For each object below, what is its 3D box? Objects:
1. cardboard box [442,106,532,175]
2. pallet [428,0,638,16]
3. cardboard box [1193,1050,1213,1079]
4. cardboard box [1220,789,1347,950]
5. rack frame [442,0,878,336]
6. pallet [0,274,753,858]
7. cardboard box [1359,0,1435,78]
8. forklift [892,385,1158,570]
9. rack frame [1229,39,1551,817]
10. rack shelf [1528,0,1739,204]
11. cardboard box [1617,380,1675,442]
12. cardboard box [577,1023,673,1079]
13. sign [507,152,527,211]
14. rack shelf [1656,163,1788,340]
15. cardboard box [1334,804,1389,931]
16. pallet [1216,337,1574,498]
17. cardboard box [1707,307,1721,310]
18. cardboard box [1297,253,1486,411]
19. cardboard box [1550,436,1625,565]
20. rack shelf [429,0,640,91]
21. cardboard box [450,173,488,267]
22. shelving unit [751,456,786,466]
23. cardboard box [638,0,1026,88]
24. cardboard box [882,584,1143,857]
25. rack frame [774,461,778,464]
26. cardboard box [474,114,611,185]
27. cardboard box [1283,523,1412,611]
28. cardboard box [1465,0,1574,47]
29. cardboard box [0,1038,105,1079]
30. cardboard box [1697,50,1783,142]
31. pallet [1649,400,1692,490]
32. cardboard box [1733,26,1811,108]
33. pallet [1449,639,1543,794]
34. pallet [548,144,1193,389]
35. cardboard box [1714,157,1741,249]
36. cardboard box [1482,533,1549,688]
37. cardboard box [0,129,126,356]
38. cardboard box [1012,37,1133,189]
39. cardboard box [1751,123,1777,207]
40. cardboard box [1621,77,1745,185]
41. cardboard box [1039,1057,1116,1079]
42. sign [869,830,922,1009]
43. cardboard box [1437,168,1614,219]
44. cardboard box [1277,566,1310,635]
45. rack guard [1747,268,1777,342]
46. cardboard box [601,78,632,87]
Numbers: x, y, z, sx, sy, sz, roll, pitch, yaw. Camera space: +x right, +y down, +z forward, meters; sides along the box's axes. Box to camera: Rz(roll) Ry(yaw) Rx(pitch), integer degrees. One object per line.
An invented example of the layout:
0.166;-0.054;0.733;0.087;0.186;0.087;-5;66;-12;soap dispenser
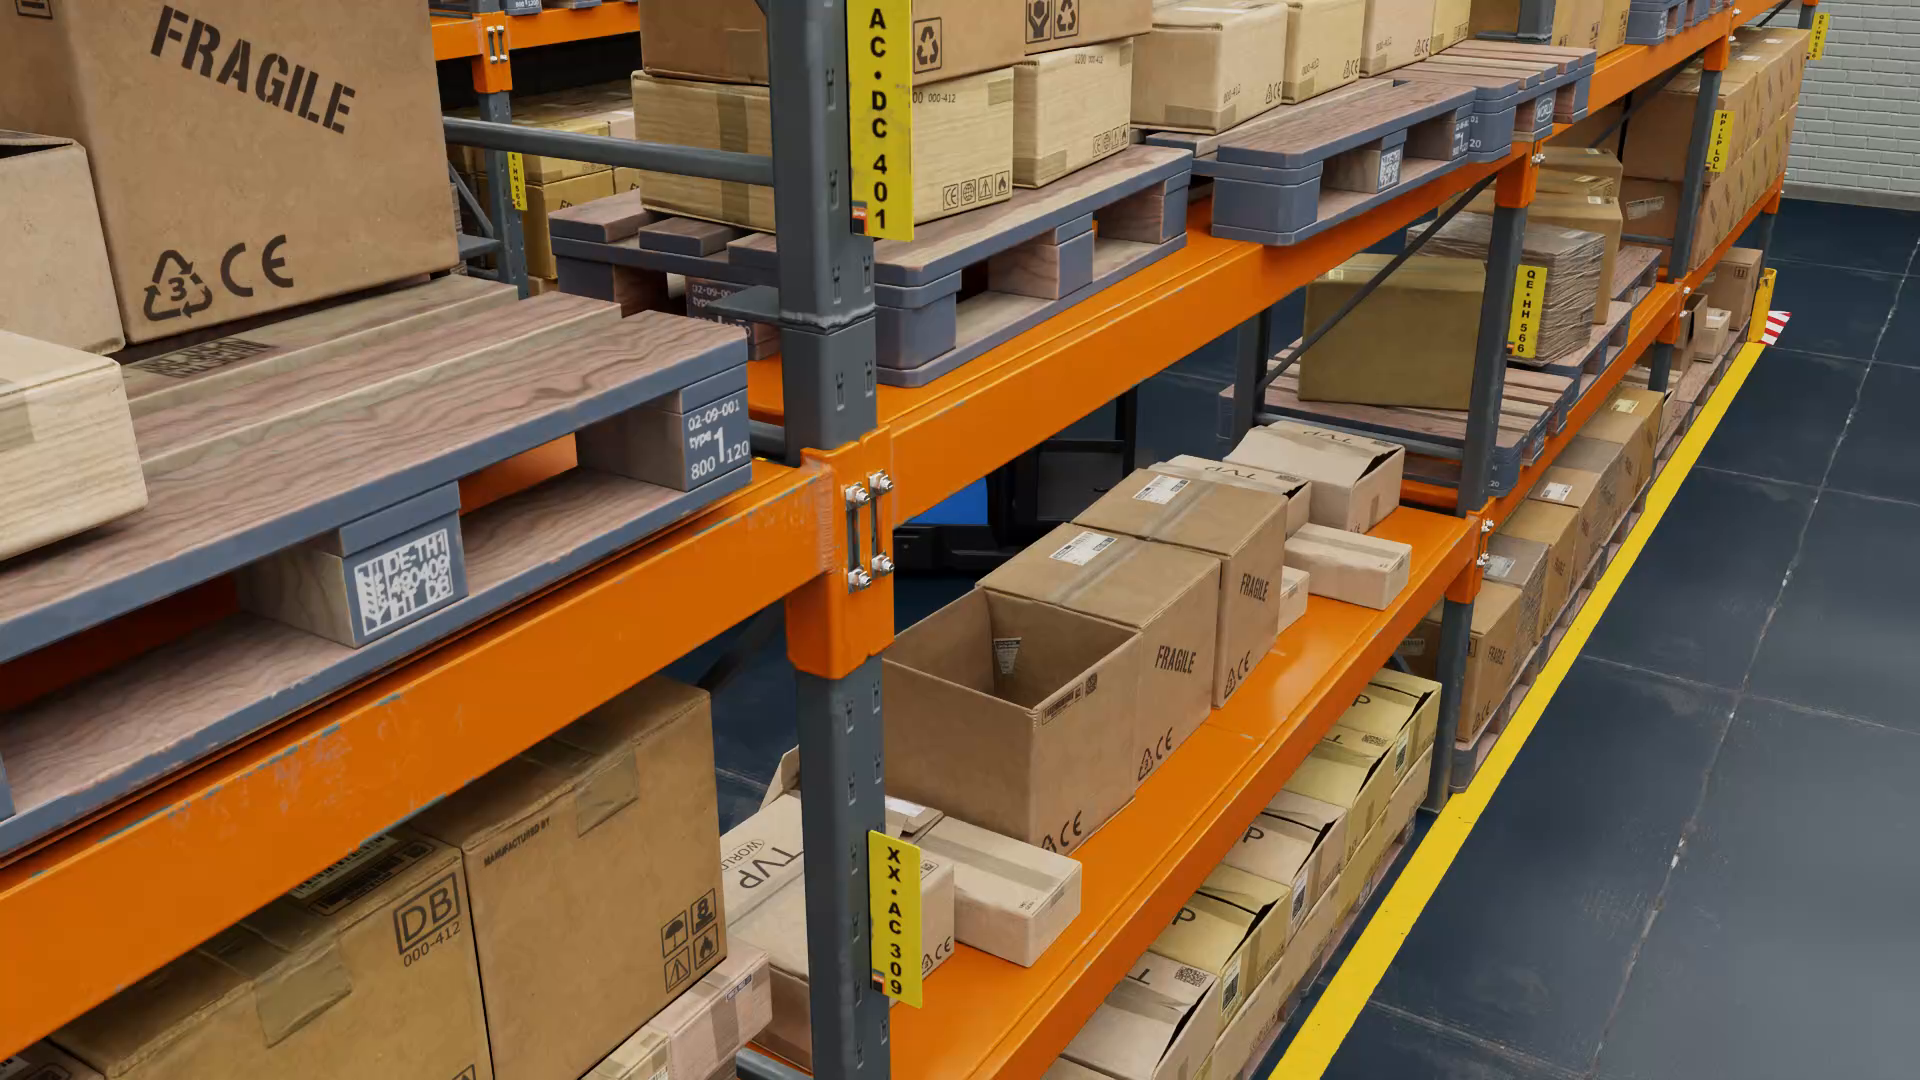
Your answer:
-2.662;-2.171;9.019;0.500;0.250;0.500;15;27;30;cardboard box
-2.386;-2.946;8.741;1.213;0.211;1.003;15;28;31;pallet
0.384;1.597;4.719;0.500;0.250;0.500;13;27;27;cardboard box
0.925;0.996;5.400;0.500;0.311;0.500;14;27;29;cardboard box
-0.580;-1.794;2.066;1.000;3.000;0.127;14;27;29;rack frame
-1.008;-0.083;2.002;1.003;0.211;1.213;14;27;29;pallet
1.077;-1.545;4.929;0.500;0.250;0.500;15;27;30;cardboard box
0.623;-1.332;8.637;3.031;2.935;1.130;1;23;3;forklift
1.529;-0.391;6.377;1.000;3.000;0.127;14;27;29;rack frame
2.584;-2.112;7.483;1.077;0.370;4.000;14;27;29;rack shelf
4.045;-0.805;10.165;0.500;0.311;0.500;14;27;29;cardboard box
-0.674;0.836;2.602;0.380;0.149;0.250;13;27;28;cardboard box
-2.215;-1.812;8.302;0.100;0.325;0.005;14;27;29;sign
4.694;-2.086;11.197;1.077;0.370;4.000;14;27;29;rack shelf
1.190;1.082;5.908;0.500;0.250;0.500;14;27;28;cardboard box
1.827;-0.546;6.977;1.213;0.211;1.003;14;27;29;pallet
5.382;-1.639;12.274;0.380;0.166;0.250;14;27;29;cardboard box
1.766;-0.865;6.819;0.700;0.500;0.500;5;24;11;cardboard box
3.090;-0.235;8.609;0.500;0.500;0.500;14;27;30;cardboard box
-1.626;-3.149;9.878;1.077;0.370;4.000;14;27;29;rack shelf
-2.656;-1.834;9.185;0.500;0.500;0.500;14;27;29;cardboard box
-1.039;-0.658;8.126;0.431;2.100;0.503;-5;24;-11;shelving unit
-0.222;-1.085;2.921;0.500;0.500;0.500;14;27;30;cardboard box
0.116;0.480;4.240;0.500;0.500;0.500;16;28;33;cardboard box
-0.989;-0.563;7.907;0.400;2.100;0.015;-5;24;-11;rack frame
-2.207;-2.072;8.791;0.500;0.250;0.500;15;27;30;cardboard box
1.290;0.086;5.592;0.380;0.149;0.250;14;27;29;cardboard box
1.731;-1.967;6.117;0.910;0.500;0.500;14;27;29;cardboard box
-1.339;0.809;1.847;0.700;0.500;0.500;14;27;29;cardboard box
4.942;-2.868;10.714;0.500;0.500;0.500;15;27;31;cardboard box
4.003;-0.693;10.584;1.003;0.211;1.213;14;27;29;pallet
5.748;-3.388;11.915;0.500;0.500;0.500;14;27;29;cardboard box
1.955;0.645;7.495;1.003;0.211;1.213;14;27;29;pallet
-0.126;-0.630;3.394;0.805;0.209;1.217;13;26;27;pallet
4.407;-2.075;10.142;0.500;0.500;0.500;14;27;30;cardboard box
2.284;0.283;7.413;0.500;0.500;0.500;13;27;27;cardboard box
-1.355;-0.336;1.883;0.500;0.311;0.500;12;26;26;cardboard box
0.040;-0.933;3.514;0.500;0.250;0.500;11;26;24;cardboard box
5.206;-2.585;11.321;0.500;0.500;0.500;14;27;29;cardboard box
4.127;-2.346;9.508;0.500;0.500;0.500;15;27;30;cardboard box
0.118;1.516;4.199;0.500;0.311;0.500;14;27;28;cardboard box
-0.108;0.642;2.803;0.100;0.325;0.005;14;27;29;sign
2.891;-1.621;8.564;0.700;0.500;0.500;19;30;37;cardboard box
0.905;0.167;5.405;0.380;0.149;0.250;16;28;33;cardboard box
5.709;-1.918;13.051;1.175;0.500;0.348;14;27;29;rack guard
-1.844;-2.689;10.217;0.500;0.250;0.500;13;27;28;cardboard box
